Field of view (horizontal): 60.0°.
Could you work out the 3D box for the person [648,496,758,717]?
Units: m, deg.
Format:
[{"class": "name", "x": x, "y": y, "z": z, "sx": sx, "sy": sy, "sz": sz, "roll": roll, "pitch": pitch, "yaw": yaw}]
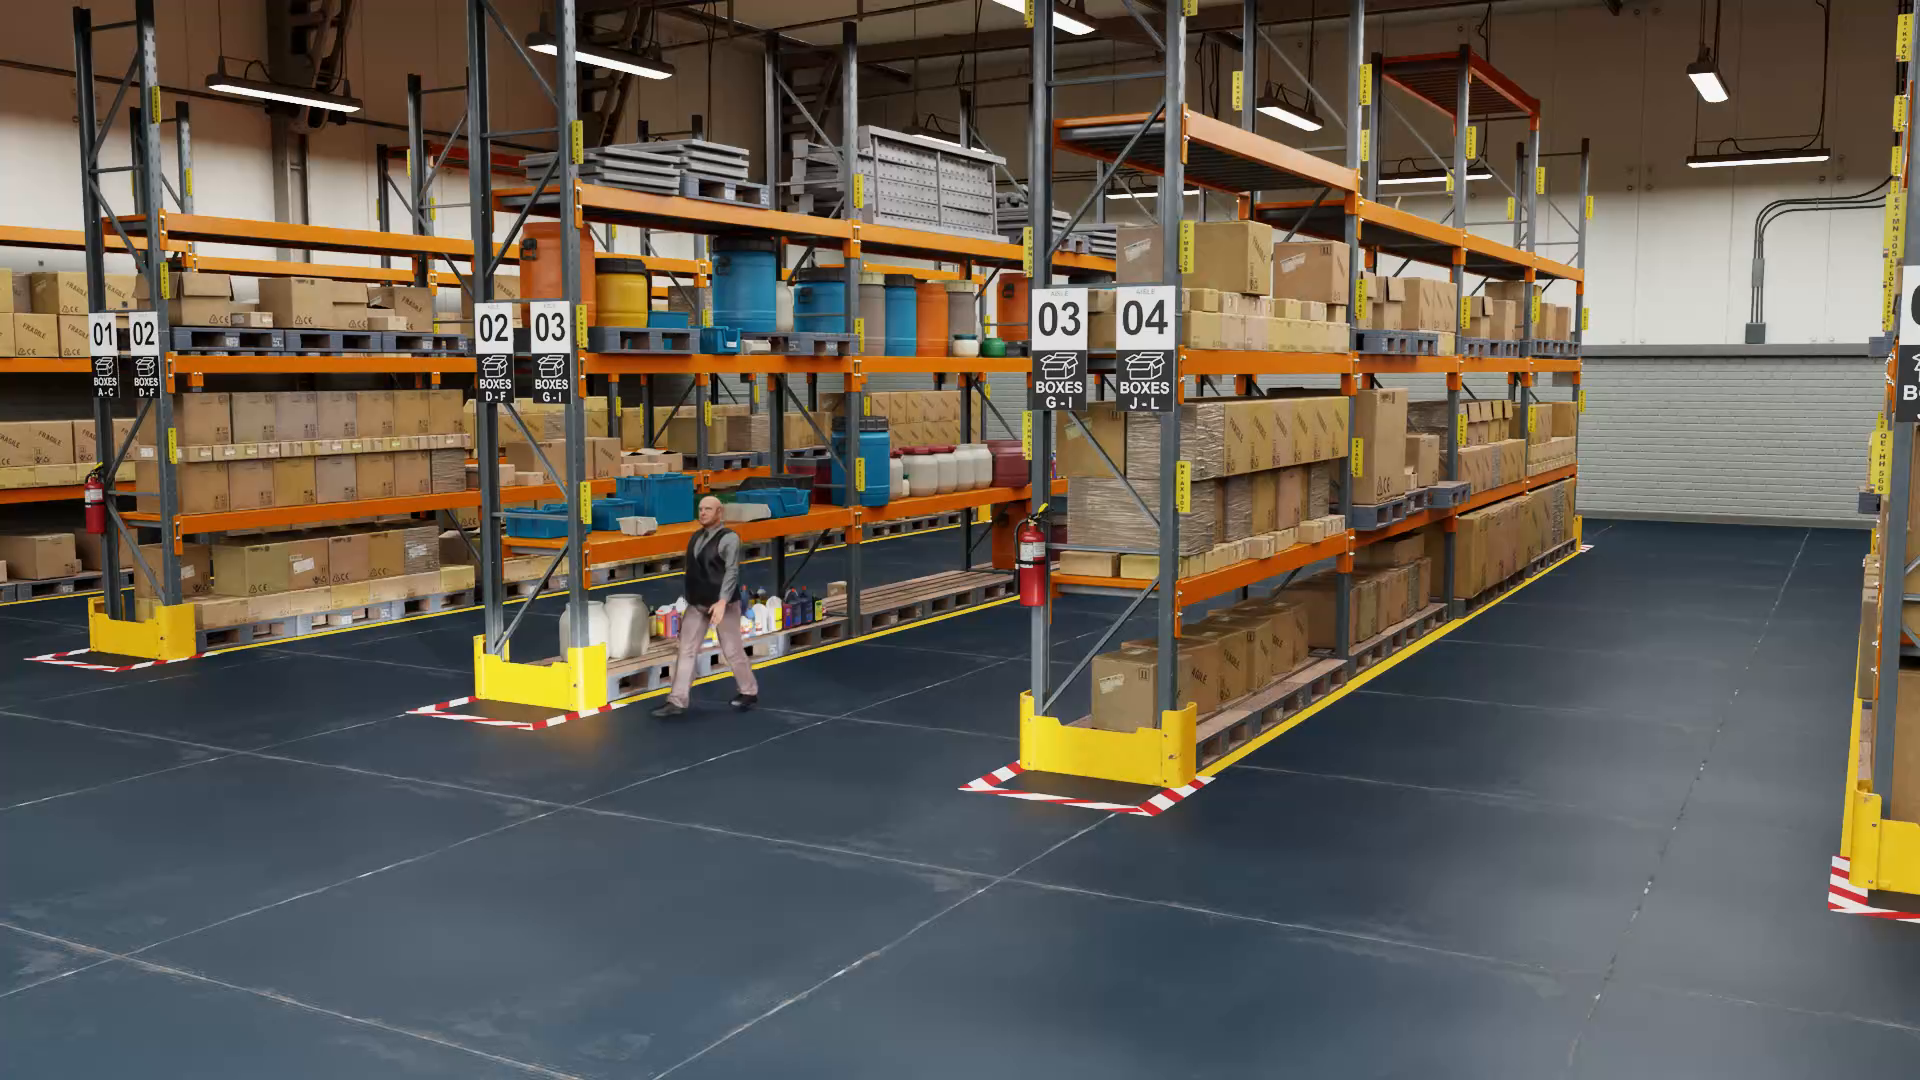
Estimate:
[{"class": "person", "x": -1.943, "y": 0.504, "z": 12.786, "sx": 0.554, "sy": 1.676, "sz": 0.970, "roll": 3, "pitch": 7, "yaw": 30}]
